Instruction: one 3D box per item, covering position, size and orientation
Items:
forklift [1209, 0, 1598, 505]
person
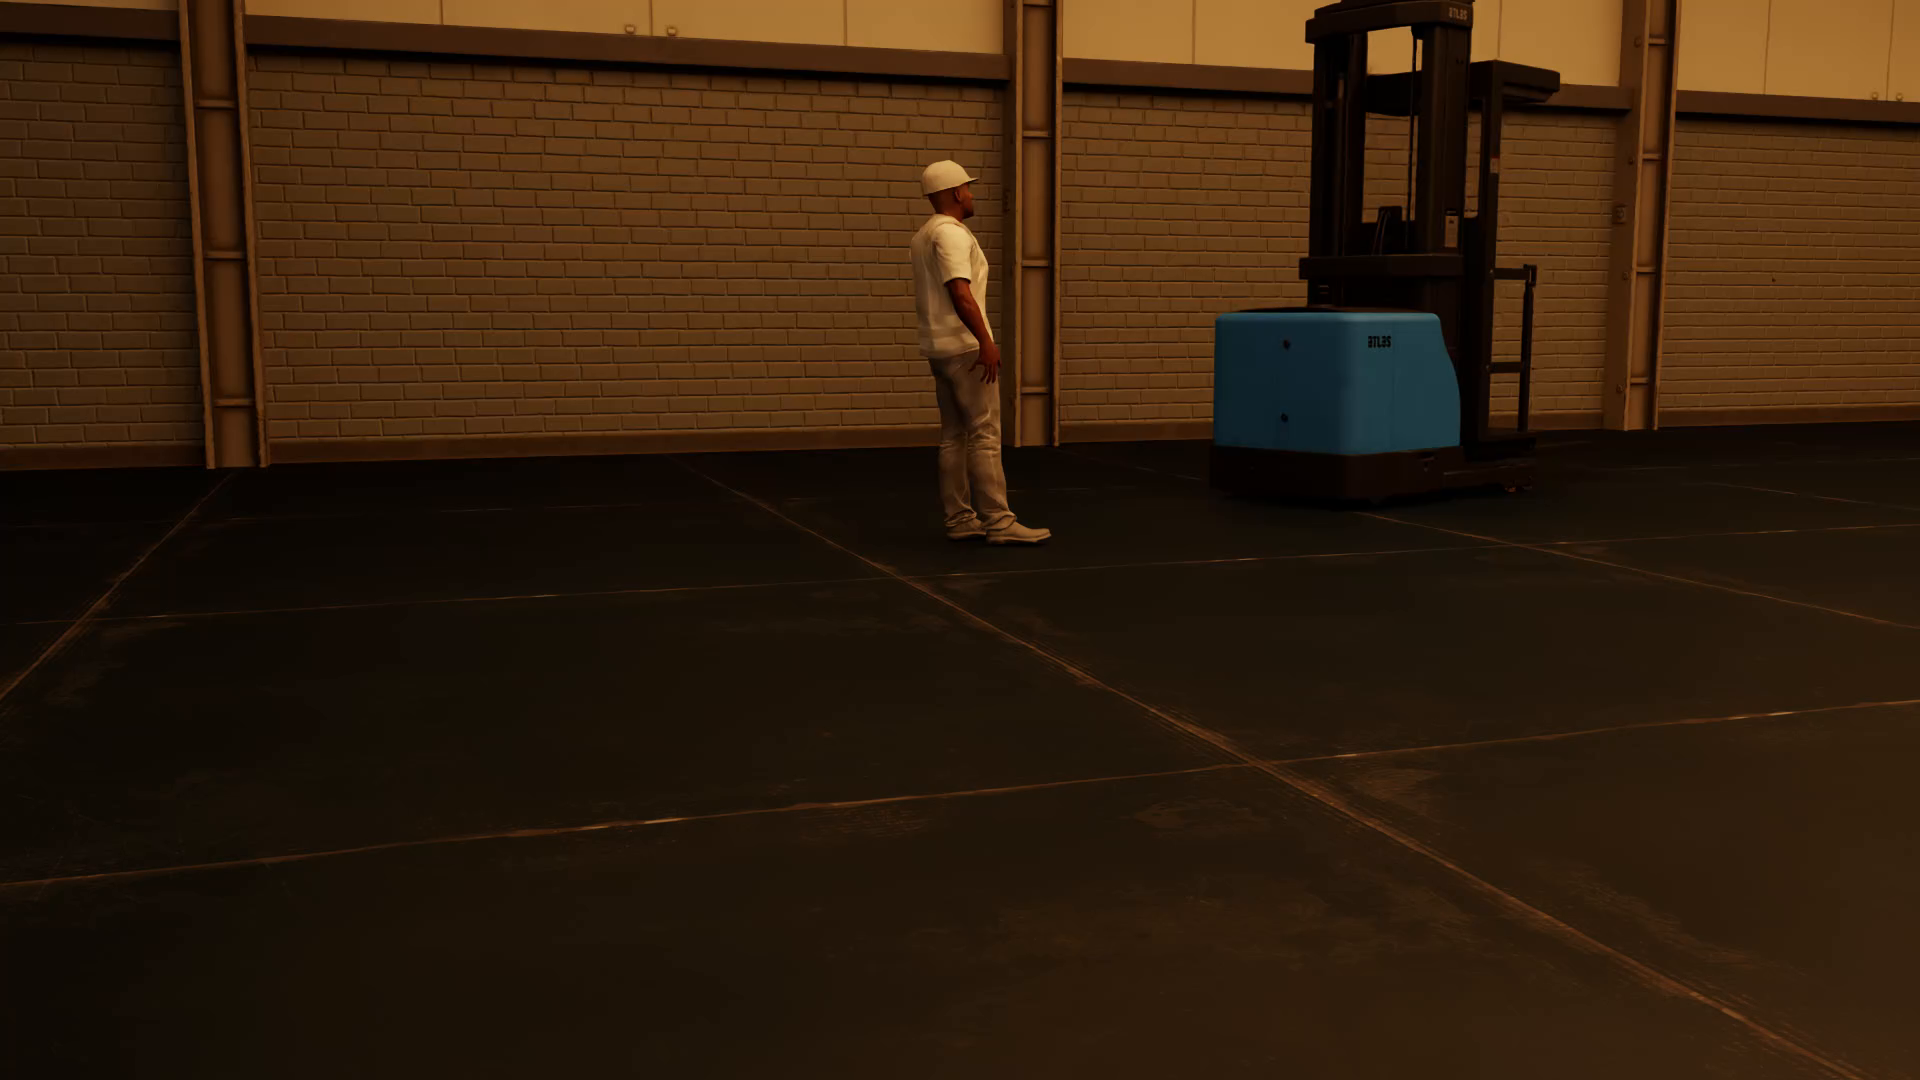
[{"bbox_3d":[2.898,-1.783,10.162,3.031,2.935,1.130,-7,10,-41],"label":"forklift"},{"bbox_3d":[0.068,-0.884,7.821,0.575,1.768,0.666,-3,8,-18],"label":"person"}]
